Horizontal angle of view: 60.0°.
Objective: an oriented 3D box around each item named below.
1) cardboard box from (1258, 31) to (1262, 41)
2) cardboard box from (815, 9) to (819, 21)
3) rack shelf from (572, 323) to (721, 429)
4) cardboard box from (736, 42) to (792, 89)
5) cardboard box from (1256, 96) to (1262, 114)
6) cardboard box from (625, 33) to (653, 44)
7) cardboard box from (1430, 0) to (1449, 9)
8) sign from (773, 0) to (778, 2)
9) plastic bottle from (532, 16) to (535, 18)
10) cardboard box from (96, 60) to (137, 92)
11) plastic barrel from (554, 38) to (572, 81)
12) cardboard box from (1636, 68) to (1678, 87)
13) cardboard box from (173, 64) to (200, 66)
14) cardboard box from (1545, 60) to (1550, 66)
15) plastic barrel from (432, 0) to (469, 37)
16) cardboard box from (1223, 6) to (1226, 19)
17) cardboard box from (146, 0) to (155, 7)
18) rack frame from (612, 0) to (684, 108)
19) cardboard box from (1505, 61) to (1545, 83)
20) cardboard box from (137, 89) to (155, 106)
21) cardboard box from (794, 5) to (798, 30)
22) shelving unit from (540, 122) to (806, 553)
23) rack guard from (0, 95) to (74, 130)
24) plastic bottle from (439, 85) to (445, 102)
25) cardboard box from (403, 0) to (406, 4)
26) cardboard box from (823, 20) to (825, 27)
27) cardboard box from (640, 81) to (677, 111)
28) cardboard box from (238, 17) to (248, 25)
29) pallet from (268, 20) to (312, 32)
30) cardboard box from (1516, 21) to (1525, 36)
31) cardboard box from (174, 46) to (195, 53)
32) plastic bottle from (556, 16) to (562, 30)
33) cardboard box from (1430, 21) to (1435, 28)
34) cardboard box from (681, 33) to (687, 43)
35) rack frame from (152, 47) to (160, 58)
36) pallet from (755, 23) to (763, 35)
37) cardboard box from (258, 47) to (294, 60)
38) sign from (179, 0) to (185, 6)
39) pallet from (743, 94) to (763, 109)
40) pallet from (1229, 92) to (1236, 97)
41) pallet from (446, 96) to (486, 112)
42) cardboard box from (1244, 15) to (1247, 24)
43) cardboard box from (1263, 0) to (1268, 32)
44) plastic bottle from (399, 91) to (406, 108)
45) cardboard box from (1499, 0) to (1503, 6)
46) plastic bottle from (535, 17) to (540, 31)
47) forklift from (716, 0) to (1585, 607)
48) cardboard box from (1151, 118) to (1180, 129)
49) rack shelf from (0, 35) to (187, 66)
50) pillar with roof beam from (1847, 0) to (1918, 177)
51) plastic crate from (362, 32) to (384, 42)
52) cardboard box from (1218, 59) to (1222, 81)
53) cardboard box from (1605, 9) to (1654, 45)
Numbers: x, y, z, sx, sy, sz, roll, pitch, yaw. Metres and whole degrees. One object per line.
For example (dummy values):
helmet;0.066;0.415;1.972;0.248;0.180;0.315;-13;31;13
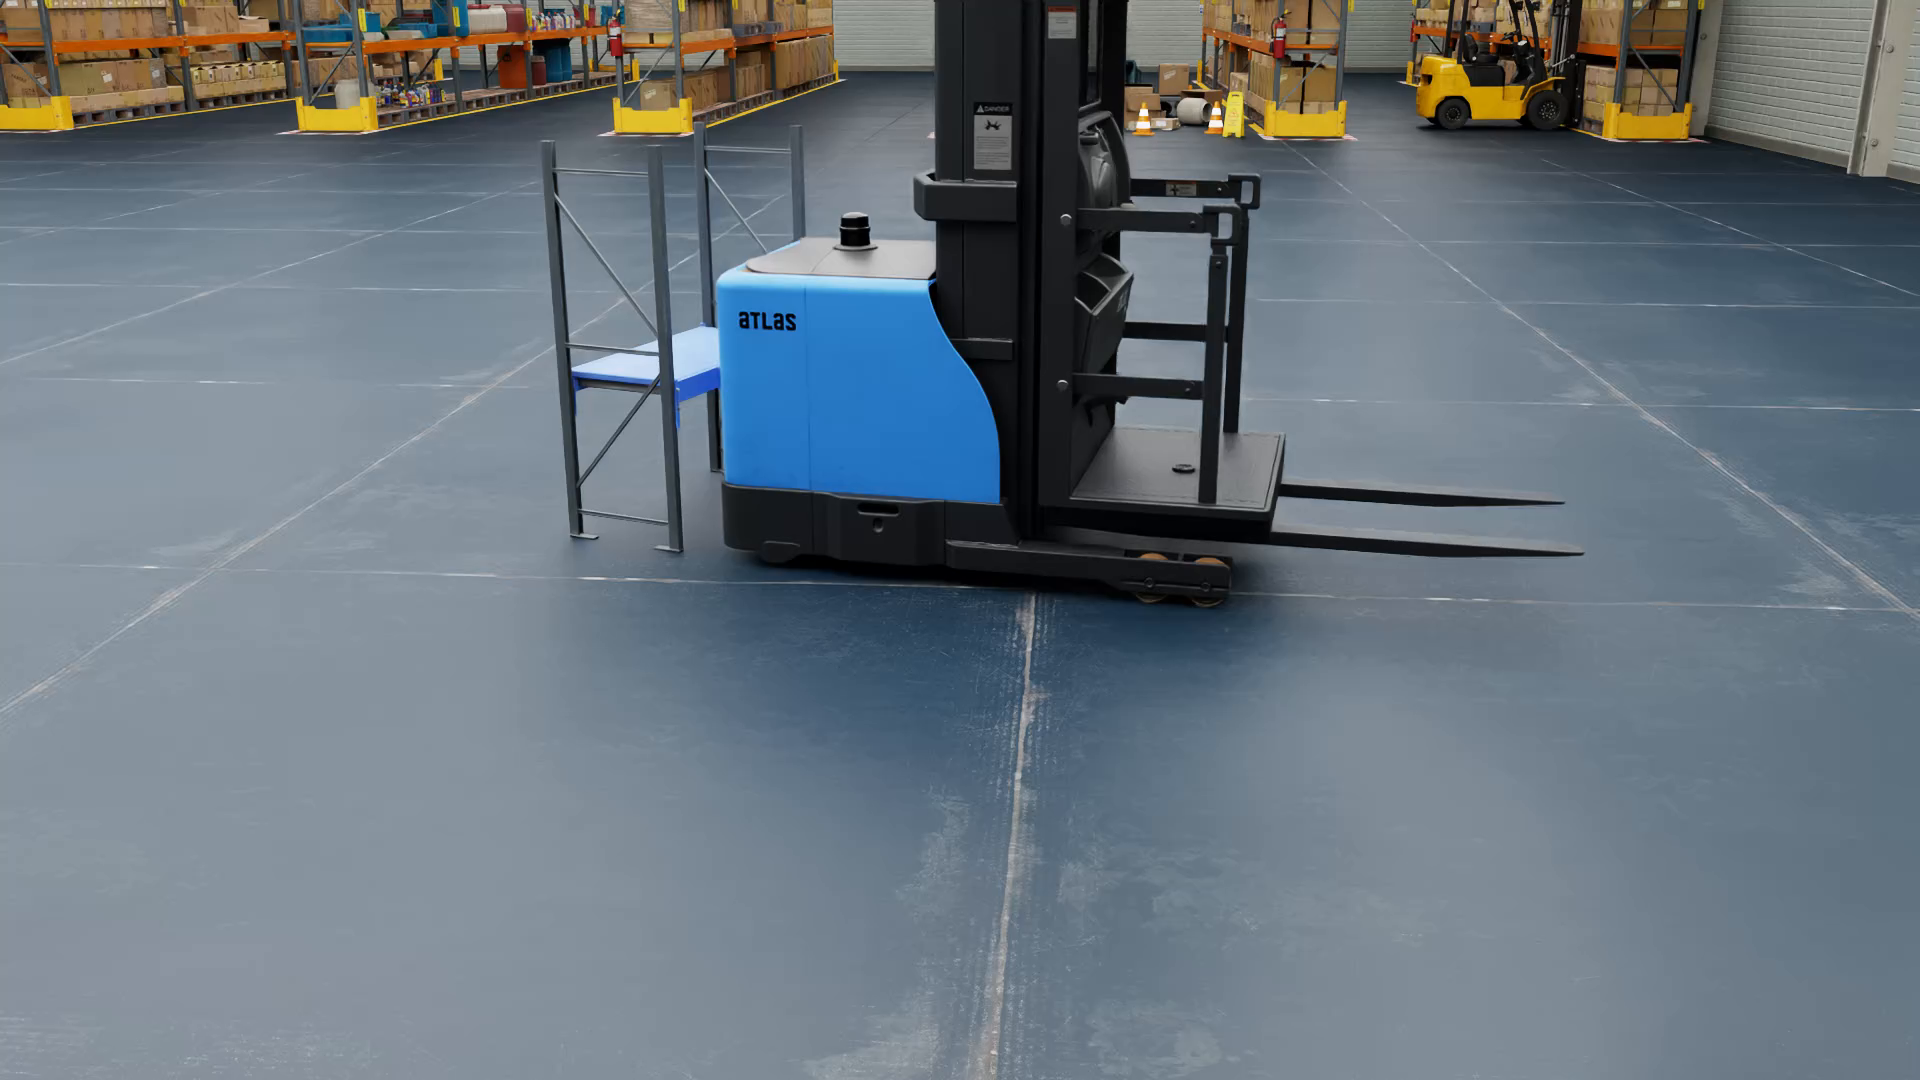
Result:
cardboard box;5.003;-8.115;26.776;0.380;0.149;0.250;1;18;4
cardboard box;-3.497;-11.954;37.850;0.500;0.250;0.500;2;18;5
rack shelf;-1.075;-0.673;6.645;0.538;0.185;1.000;8;20;23
cardboard box;-4.081;-9.590;33.610;1.225;0.875;0.875;0;18;1
cardboard box;5.027;-6.953;26.568;0.500;0.250;0.500;1;18;2
cardboard box;-4.910;-7.675;25.432;0.380;0.149;0.250;1;18;4
cardboard box;10.850;-12.165;37.291;0.500;0.500;0.500;2;18;5
sign;-3.609;-10.689;32.496;0.100;0.325;0.005;1;18;4
plastic bottle;-9.132;-11.054;35.539;0.152;0.276;0.135;1;18;4
cardboard box;-14.234;-7.800;27.948;0.500;0.500;0.500;1;18;4
plastic barrel;-8.860;-10.573;36.567;0.600;0.901;0.708;1;18;4
cardboard box;10.335;-6.883;24.749;0.500;0.250;0.500;1;18;3
cardboard box;-14.506;-8.774;31.224;0.500;0.311;0.500;1;18;4
cardboard box;10.051;-7.838;27.660;0.500;0.250;0.500;1;18;3
plastic barrel;-9.048;-9.406;29.505;0.600;0.901;0.708;1;18;4
cardboard box;5.564;-10.606;33.411;0.500;0.250;0.500;1;18;2
cardboard box;-14.160;-9.274;28.707;0.380;0.149;0.250;1;18;2
rack frame;-4.724;-7.701;25.109;1.000;3.000;0.127;1;18;4
cardboard box;10.588;-8.530;30.776;0.875;0.625;0.625;2;18;6
cardboard box;-14.200;-7.599;28.539;0.500;0.250;0.500;1;18;4
cardboard box;-3.698;-11.008;35.041;0.500;0.500;0.500;1;18;3
shelving unit;-1.075;-0.844;6.589;0.538;1.500;1.048;8;20;23
rack guard;-14.607;-6.728;26.154;1.175;0.500;0.348;1;18;4
plastic bottle;-9.083;-7.816;29.114;0.061;0.283;0.133;2;18;7
cardboard box;-13.320;-12.794;38.883;0.500;0.500;0.500;2;18;6
cardboard box;-3.364;-12.035;38.739;0.380;0.149;0.250;1;18;4
cardboard box;-4.663;-6.907;26.023;0.500;0.500;0.500;5;19;14
cardboard box;-14.289;-10.092;32.549;0.500;0.311;0.500;1;18;3
pallet;-14.053;-10.529;34.047;1.213;0.211;1.003;1;18;4
cardboard box;10.299;-9.174;29.845;0.500;0.250;0.500;2;18;6
cardboard box;-18.286;-11.574;39.227;0.380;0.149;0.250;1;18;2
plastic bottle;-8.582;-11.038;35.492;0.152;0.276;0.135;1;18;4
cardboard box;10.821;-11.643;37.542;0.380;0.149;0.250;2;18;5
cardboard box;-4.429;-7.742;25.637;0.380;0.149;0.250;1;18;4
rack frame;-18.686;-11.760;37.495;1.000;3.000;0.127;1;18;4
pallet;-4.252;-9.479;30.842;1.003;0.211;1.213;1;18;4
cardboard box;-14.199;-10.099;34.530;0.500;0.250;0.500;2;18;6
sign;-13.764;-9.603;29.395;0.100;0.325;0.005;1;18;4
pallet;-4.298;-8.240;31.232;1.003;0.211;1.213;1;18;4
pallet;5.676;-8.397;31.710;1.003;0.211;1.213;1;18;4
pallet;-9.360;-7.974;30.419;1.003;0.211;1.213;1;18;4
cardboard box;5.242;-9.210;29.443;0.380;0.149;0.250;1;18;4
cardboard box;5.004;-8.154;25.853;0.500;0.500;0.500;1;18;4
plastic bottle;-9.224;-7.280;27.500;0.097;0.271;0.097;0;18;0
cardboard box;10.368;-10.118;31.283;0.380;0.149;0.250;2;18;6
plastic bottle;-8.649;-10.552;33.998;0.061;0.283;0.133;1;18;4
forklift;0.696;-1.346;5.822;3.031;2.935;1.130;4;19;13
cardboard box;3.239;-6.577;26.257;0.380;0.149;0.250;12;22;32
rack shelf;-14.461;-8.203;27.795;1.077;0.370;4.000;1;18;4
pillar with roof beam;6.336;-8.650;18.370;9.100;9.000;0.400;1;18;4
plastic crate;-9.279;-7.957;26.314;0.298;0.136;0.250;1;18;4
cardboard box;6.173;-10.382;36.729;0.875;0.438;0.875;1;18;3
cardboard box;9.885;-7.577;24.568;0.500;0.500;0.500;1;18;3
